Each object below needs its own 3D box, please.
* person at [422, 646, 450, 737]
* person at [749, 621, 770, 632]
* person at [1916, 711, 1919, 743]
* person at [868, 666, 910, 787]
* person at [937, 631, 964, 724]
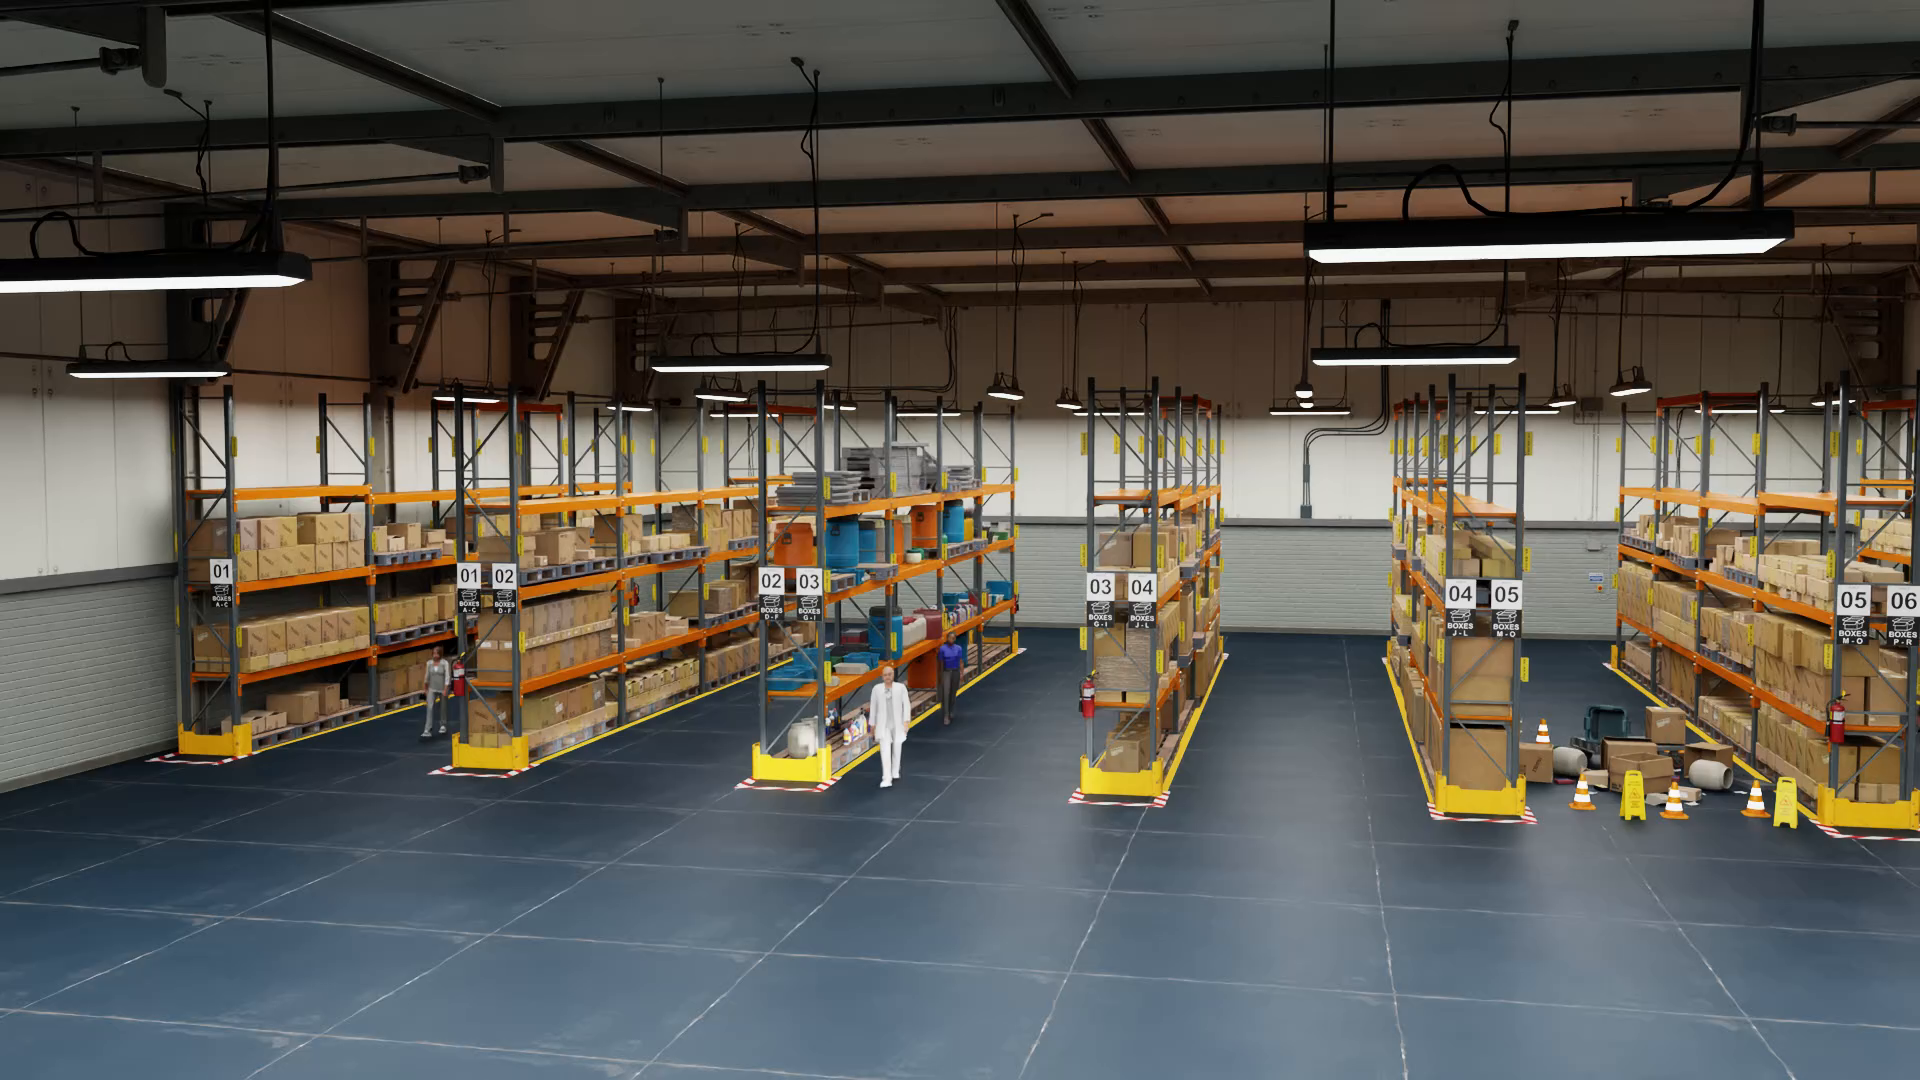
[{"bbox_3d":[-9.020,2.603,28.642,0.453,1.543,0.969,-1,3,-14],"label":"person"},{"bbox_3d":[-5.159,1.780,42.684,0.662,1.763,0.533,-1,3,-21],"label":"person"},{"bbox_3d":[14.934,2.753,25.348,0.641,1.671,0.821,1,3,12],"label":"person"},{"bbox_3d":[-1.043,2.750,24.673,0.617,1.736,1.051,0,3,-6],"label":"person"},{"bbox_3d":[-0.171,2.477,30.257,0.491,1.630,0.812,-1,3,-20],"label":"person"}]
